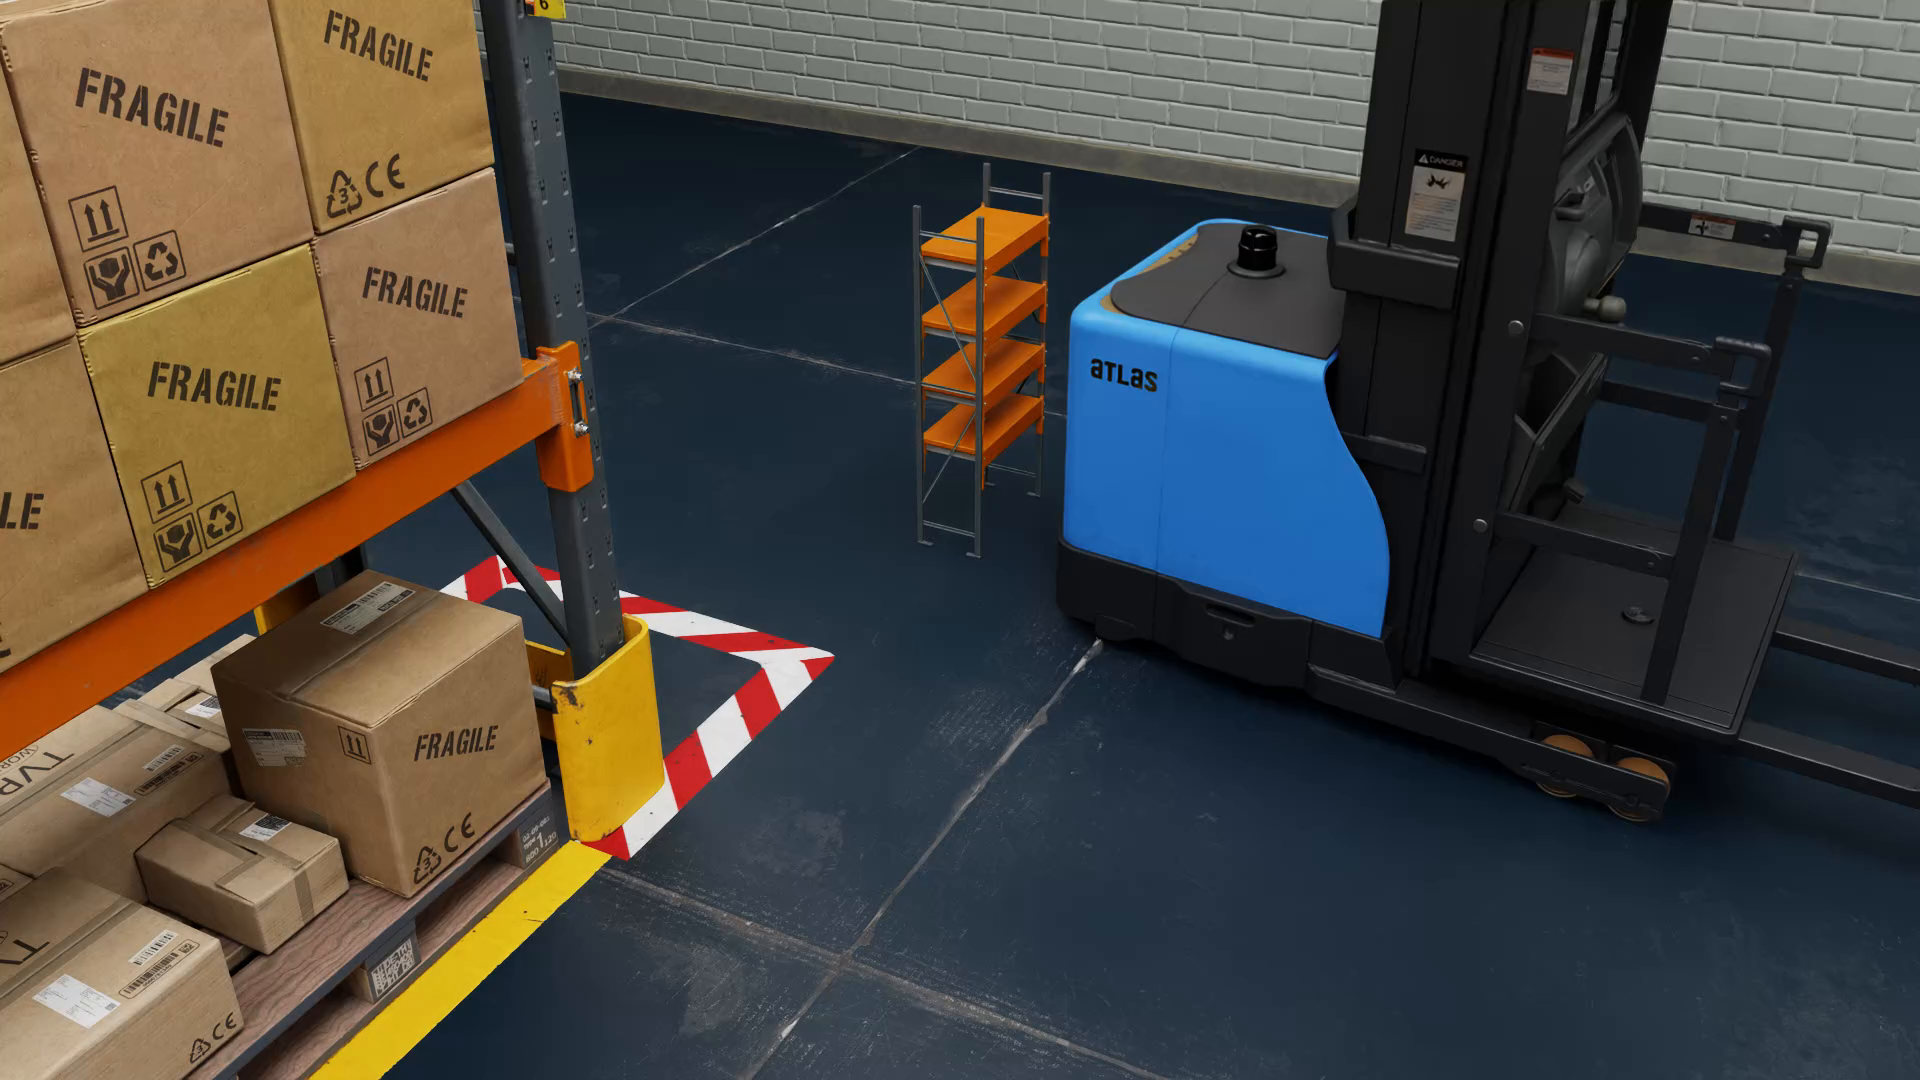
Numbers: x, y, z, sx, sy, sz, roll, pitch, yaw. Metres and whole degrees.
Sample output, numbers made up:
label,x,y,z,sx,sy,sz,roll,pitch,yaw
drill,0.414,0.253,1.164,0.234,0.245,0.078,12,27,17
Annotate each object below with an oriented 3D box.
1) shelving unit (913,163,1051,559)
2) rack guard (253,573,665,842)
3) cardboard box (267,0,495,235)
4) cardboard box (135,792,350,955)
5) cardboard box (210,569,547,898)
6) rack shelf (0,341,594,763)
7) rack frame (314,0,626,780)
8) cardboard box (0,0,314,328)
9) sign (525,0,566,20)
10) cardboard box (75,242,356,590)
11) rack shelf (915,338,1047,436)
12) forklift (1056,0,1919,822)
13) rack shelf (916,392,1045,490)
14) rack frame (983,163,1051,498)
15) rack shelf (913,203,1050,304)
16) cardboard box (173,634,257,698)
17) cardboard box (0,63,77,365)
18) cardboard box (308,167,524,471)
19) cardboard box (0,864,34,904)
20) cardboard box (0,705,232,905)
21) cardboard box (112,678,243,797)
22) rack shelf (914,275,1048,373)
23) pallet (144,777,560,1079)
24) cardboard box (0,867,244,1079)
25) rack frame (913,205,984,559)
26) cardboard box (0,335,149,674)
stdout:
label,x,y,z,sx,sy,sz,roll,pitch,yaw
shelving unit,0.075,-0.594,5.579,0.258,1.200,0.503,14,33,23
rack guard,-1.390,0.379,4.587,1.175,0.500,0.348,14,33,23
cardboard box,-1.314,-0.955,3.297,0.500,0.500,0.500,14,33,23
cardboard box,-1.649,0.756,3.825,0.380,0.166,0.250,14,33,23
cardboard box,-1.384,0.452,4.019,0.500,0.500,0.500,14,33,23
rack shelf,-2.267,0.460,2.659,1.077,0.370,4.000,14,33,23
rack frame,-1.356,-0.738,4.023,1.000,3.000,0.127,14,33,23
cardboard box,-1.543,-0.731,2.907,0.500,0.500,0.500,15,33,25
sign,-0.871,-1.243,3.422,0.100,0.325,0.005,14,33,23
cardboard box,-1.551,-0.290,3.143,0.500,0.500,0.500,15,33,24
rack shelf,0.075,-0.535,5.612,0.258,0.148,0.480,14,33,23
forklift,1.827,-0.823,4.240,3.031,2.935,1.130,17,34,27
rack shelf,0.075,-0.363,5.711,0.258,0.148,0.480,14,33,23
rack frame,0.187,-0.702,5.767,0.240,1.200,0.015,14,33,23
rack shelf,0.075,-0.934,5.383,0.258,0.148,0.480,14,33,23
cardboard box,-1.853,0.415,4.436,0.380,0.149,0.250,14,33,23
cardboard box,-1.775,-0.500,2.505,0.500,0.500,0.500,15,33,25
cardboard box,-1.318,-0.521,3.545,0.500,0.500,0.500,15,33,25
cardboard box,-2.312,0.883,3.519,0.500,0.250,0.500,14,33,23
cardboard box,-2.084,0.662,3.905,0.500,0.250,0.500,14,33,23
cardboard box,-1.966,0.518,4.239,0.380,0.166,0.250,14,33,23
rack shelf,0.075,-0.729,5.501,0.258,0.148,0.480,14,33,23
pallet,-1.753,0.859,4.043,1.003,0.211,1.213,14,33,23
cardboard box,-1.844,0.975,3.360,0.500,0.250,0.500,14,33,23
rack frame,-0.036,-0.486,5.391,0.240,1.200,0.015,14,33,23
cardboard box,-1.783,-0.071,2.760,0.500,0.500,0.500,15,33,24
